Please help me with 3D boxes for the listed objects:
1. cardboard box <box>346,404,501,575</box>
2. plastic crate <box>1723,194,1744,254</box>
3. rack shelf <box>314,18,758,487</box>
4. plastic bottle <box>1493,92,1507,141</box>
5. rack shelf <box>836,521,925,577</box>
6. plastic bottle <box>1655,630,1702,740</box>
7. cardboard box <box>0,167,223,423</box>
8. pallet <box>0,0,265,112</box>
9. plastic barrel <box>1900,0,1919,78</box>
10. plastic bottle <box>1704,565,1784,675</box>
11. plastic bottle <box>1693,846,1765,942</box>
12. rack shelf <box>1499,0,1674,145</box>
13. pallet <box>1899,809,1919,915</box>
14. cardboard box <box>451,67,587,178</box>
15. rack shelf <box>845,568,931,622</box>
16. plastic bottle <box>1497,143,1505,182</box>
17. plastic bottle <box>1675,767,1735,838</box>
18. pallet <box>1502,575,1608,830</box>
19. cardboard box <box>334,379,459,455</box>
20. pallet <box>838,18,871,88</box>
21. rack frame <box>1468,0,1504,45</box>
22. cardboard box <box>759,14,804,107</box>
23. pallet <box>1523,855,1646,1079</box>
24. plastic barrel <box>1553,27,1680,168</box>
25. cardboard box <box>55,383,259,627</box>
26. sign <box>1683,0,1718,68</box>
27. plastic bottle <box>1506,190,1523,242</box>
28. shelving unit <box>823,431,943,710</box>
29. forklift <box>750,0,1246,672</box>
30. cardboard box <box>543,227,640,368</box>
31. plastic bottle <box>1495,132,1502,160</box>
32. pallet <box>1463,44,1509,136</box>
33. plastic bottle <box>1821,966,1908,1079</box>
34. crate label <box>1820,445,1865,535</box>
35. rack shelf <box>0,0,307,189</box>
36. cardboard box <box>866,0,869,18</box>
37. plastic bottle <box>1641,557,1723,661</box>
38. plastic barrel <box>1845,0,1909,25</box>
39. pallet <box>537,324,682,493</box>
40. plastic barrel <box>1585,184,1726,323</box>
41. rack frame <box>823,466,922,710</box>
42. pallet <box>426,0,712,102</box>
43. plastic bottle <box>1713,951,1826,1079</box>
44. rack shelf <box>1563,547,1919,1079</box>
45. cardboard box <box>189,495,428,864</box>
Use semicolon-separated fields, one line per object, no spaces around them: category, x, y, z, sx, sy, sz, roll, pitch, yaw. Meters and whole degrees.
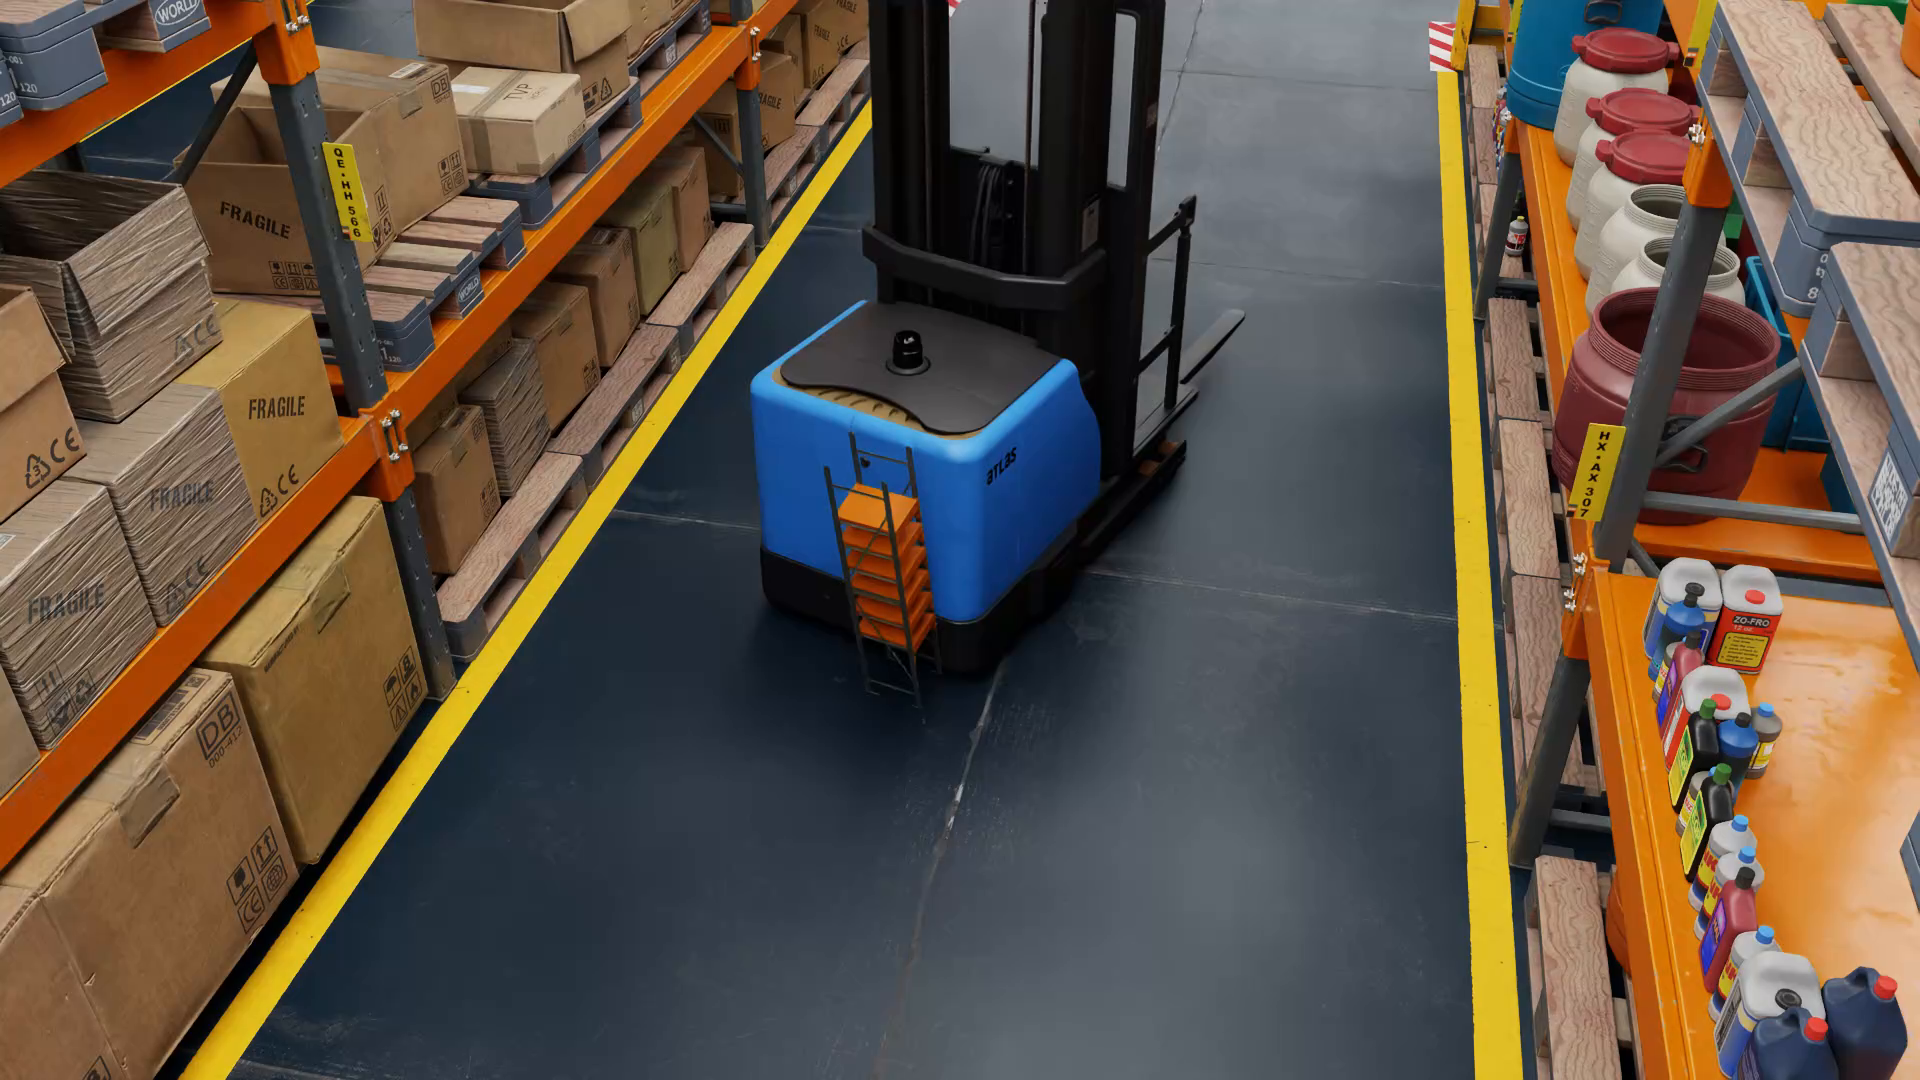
cardboard box;-2.334;-0.236;6.775;0.700;0.500;0.500;5;36;8
plastic crate;3.139;-1.237;6.581;0.450;0.188;0.662;7;37;10
rack shelf;-2.030;-1.539;7.431;1.077;0.370;4.000;7;37;10
plastic bottle;3.332;-2.600;10.221;0.061;0.283;0.133;8;37;11
rack shelf;-0.279;0.002;5.884;0.258;0.103;0.180;16;50;20
plastic bottle;1.858;0.375;4.277;0.061;0.283;0.133;7;37;10
cardboard box;-2.629;-0.713;4.738;0.797;0.503;0.637;9;37;12
pallet;-2.543;-1.446;4.294;1.213;0.211;1.003;9;37;12
plastic barrel;2.257;-1.296;3.203;0.600;0.830;0.708;7;37;10
plastic bottle;2.122;0.214;4.505;0.152;0.276;0.135;7;37;10
plastic bottle;1.724;0.790;3.714;0.097;0.271;0.097;0;36;0
rack shelf;3.663;-3.212;9.738;1.077;0.370;4.000;7;37;10
pallet;1.599;0.630;1.429;1.213;0.211;1.003;7;37;10
cardboard box;-1.875;-1.725;6.844;0.500;0.250;0.500;6;36;9
rack shelf;-0.259;0.169;6.056;0.258;0.103;0.180;16;50;20
plastic bottle;3.240;-2.225;9.710;0.152;0.276;0.135;8;37;11
plastic bottle;1.794;0.630;3.994;0.097;0.201;0.097;0;36;0
pallet;2.585;0.627;6.205;1.003;0.211;1.213;7;37;10
cardboard box;-2.344;-0.541;6.557;0.500;0.250;0.500;9;37;12
pallet;-0.973;-3.636;12.087;1.003;0.211;1.213;7;37;10
rack frame;4.090;-4.649;11.109;1.000;3.000;0.127;7;37;10
cardboard box;-1.308;-3.054;10.680;0.500;0.500;0.500;4;36;6
pallet;2.254;1.523;4.968;1.003;0.211;1.213;7;37;10
plastic barrel;2.817;-1.890;7.186;0.433;0.535;0.433;0;36;0
cardboard box;-2.433;-0.125;4.782;0.500;0.500;0.500;7;37;10
sign;1.842;-1.300;4.021;0.100;0.325;0.005;7;37;10
plastic bottle;3.016;-1.752;9.051;0.061;0.283;0.133;9;37;12
shelving unit;-0.263;0.138;6.024;0.258;1.200;0.189;16;50;20
forklift;0.384;-1.513;6.840;1.130;2.935;3.031;20;40;25
cardboard box;-1.995;-1.202;8.107;0.700;0.500;0.500;4;36;6
plastic bottle;3.283;-2.384;9.992;0.097;0.201;0.097;0;36;0
pallet;3.941;-3.006;11.217;1.003;0.211;1.213;7;37;10
plastic bottle;1.816;0.993;3.366;0.144;0.351;0.185;7;37;10
crate label;2.837;-0.190;5.098;0.303;0.233;0.416;7;37;10
rack shelf;-2.885;-0.461;3.386;1.077;0.370;4.000;7;37;10
cardboard box;-0.898;-4.072;12.085;0.500;0.500;0.500;14;38;19
plastic bottle;1.973;0.195;4.531;0.152;0.276;0.135;7;37;10
plastic barrel;2.384;-1.363;4.150;0.294;0.245;0.294;0;36;0
pallet;-2.026;-0.700;8.036;1.003;0.211;1.213;7;37;10
plastic barrel;2.482;-0.966;5.932;0.421;0.512;0.421;0;36;0
rack frame;-0.302;0.199;5.968;0.240;1.200;0.006;16;50;20
pallet;-1.908;-2.479;8.278;1.003;0.211;1.213;7;37;10
plastic bottle;1.677;0.990;3.434;0.152;0.276;0.135;7;37;10
rack shelf;1.954;1.375;3.410;1.077;0.370;4.000;7;37;10
cardboard box;-2.625;0.399;5.596;1.225;0.875;0.875;6;36;8
